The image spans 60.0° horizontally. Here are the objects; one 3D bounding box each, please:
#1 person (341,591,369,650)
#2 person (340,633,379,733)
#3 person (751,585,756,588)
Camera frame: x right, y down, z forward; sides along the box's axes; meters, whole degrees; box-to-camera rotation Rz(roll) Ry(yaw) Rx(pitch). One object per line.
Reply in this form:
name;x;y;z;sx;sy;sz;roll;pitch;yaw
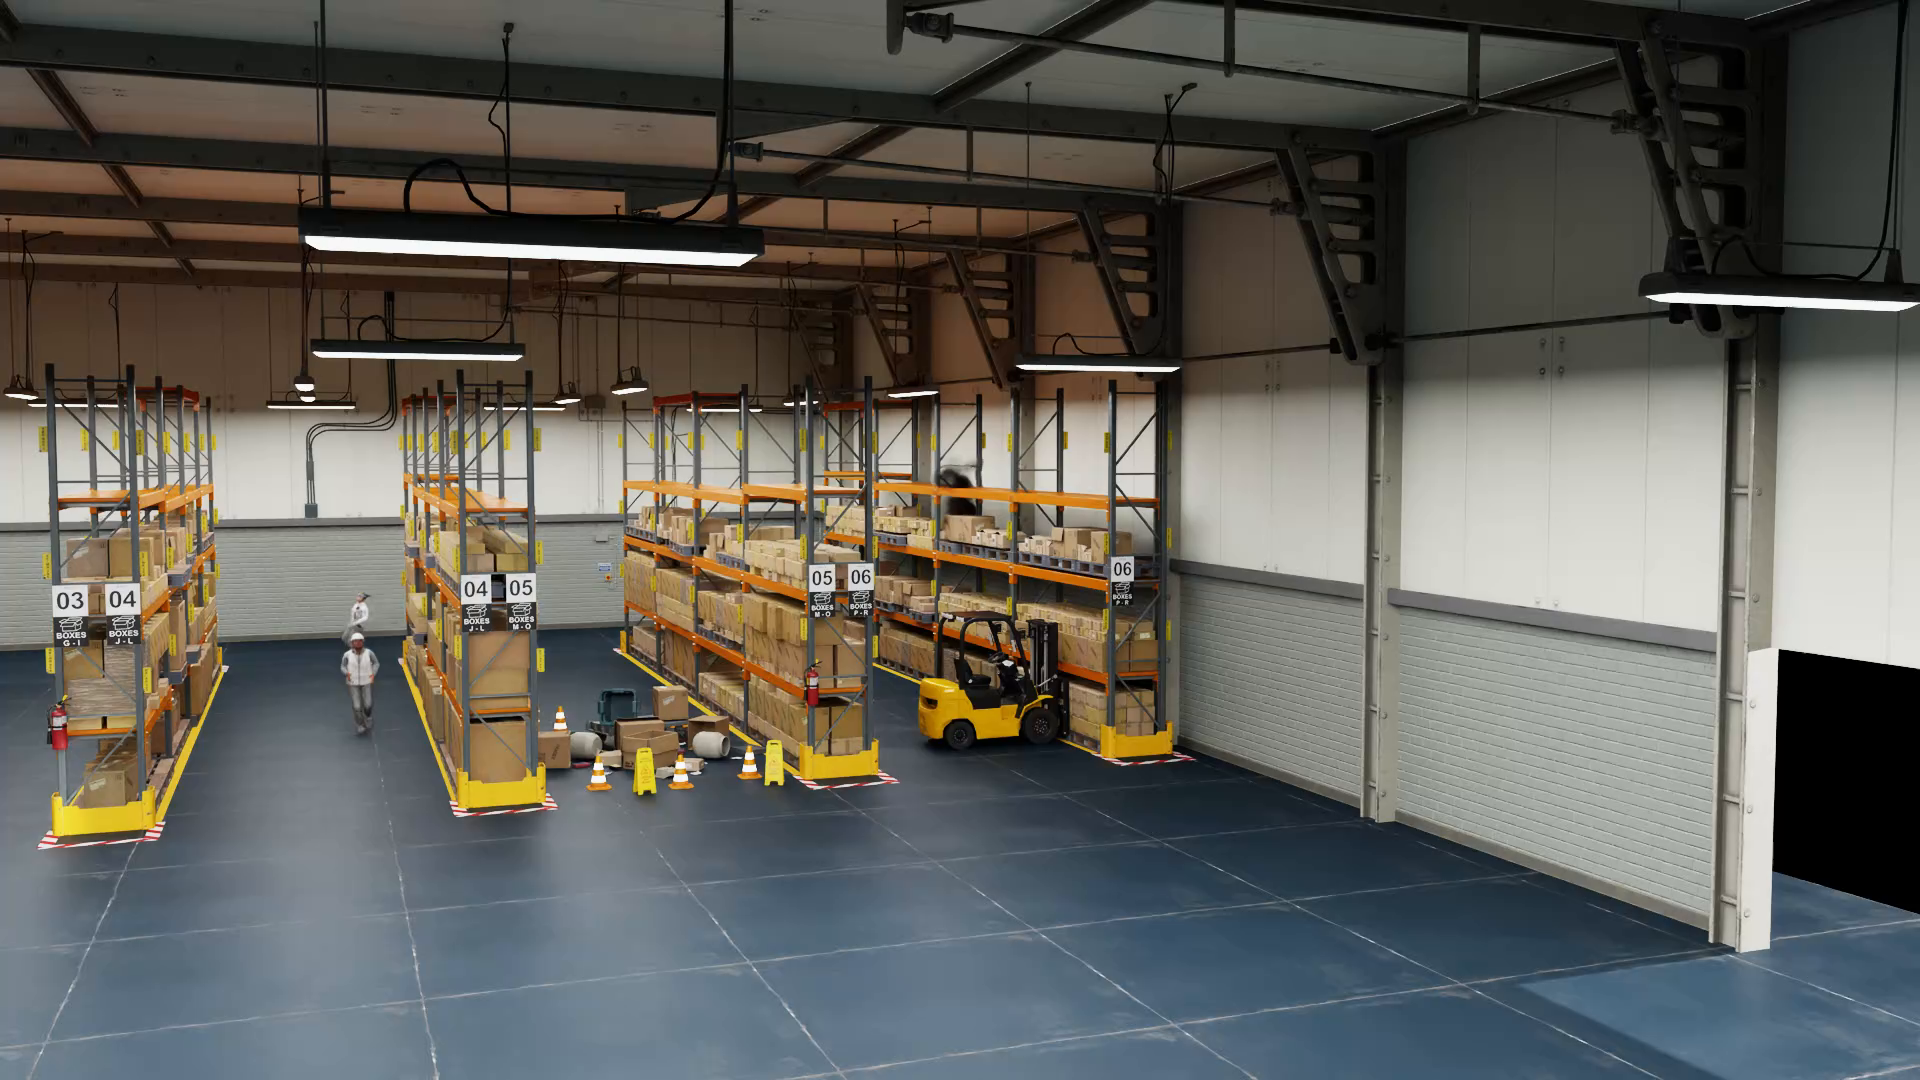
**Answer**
person;-13.859;1.962;38.137;0.567;1.603;0.688;-3;4;-39
person;-10.300;2.459;28.555;0.635;1.726;0.564;-1;4;-20
person;-4.738;1.897;38.245;0.711;1.733;0.690;-3;4;-38
